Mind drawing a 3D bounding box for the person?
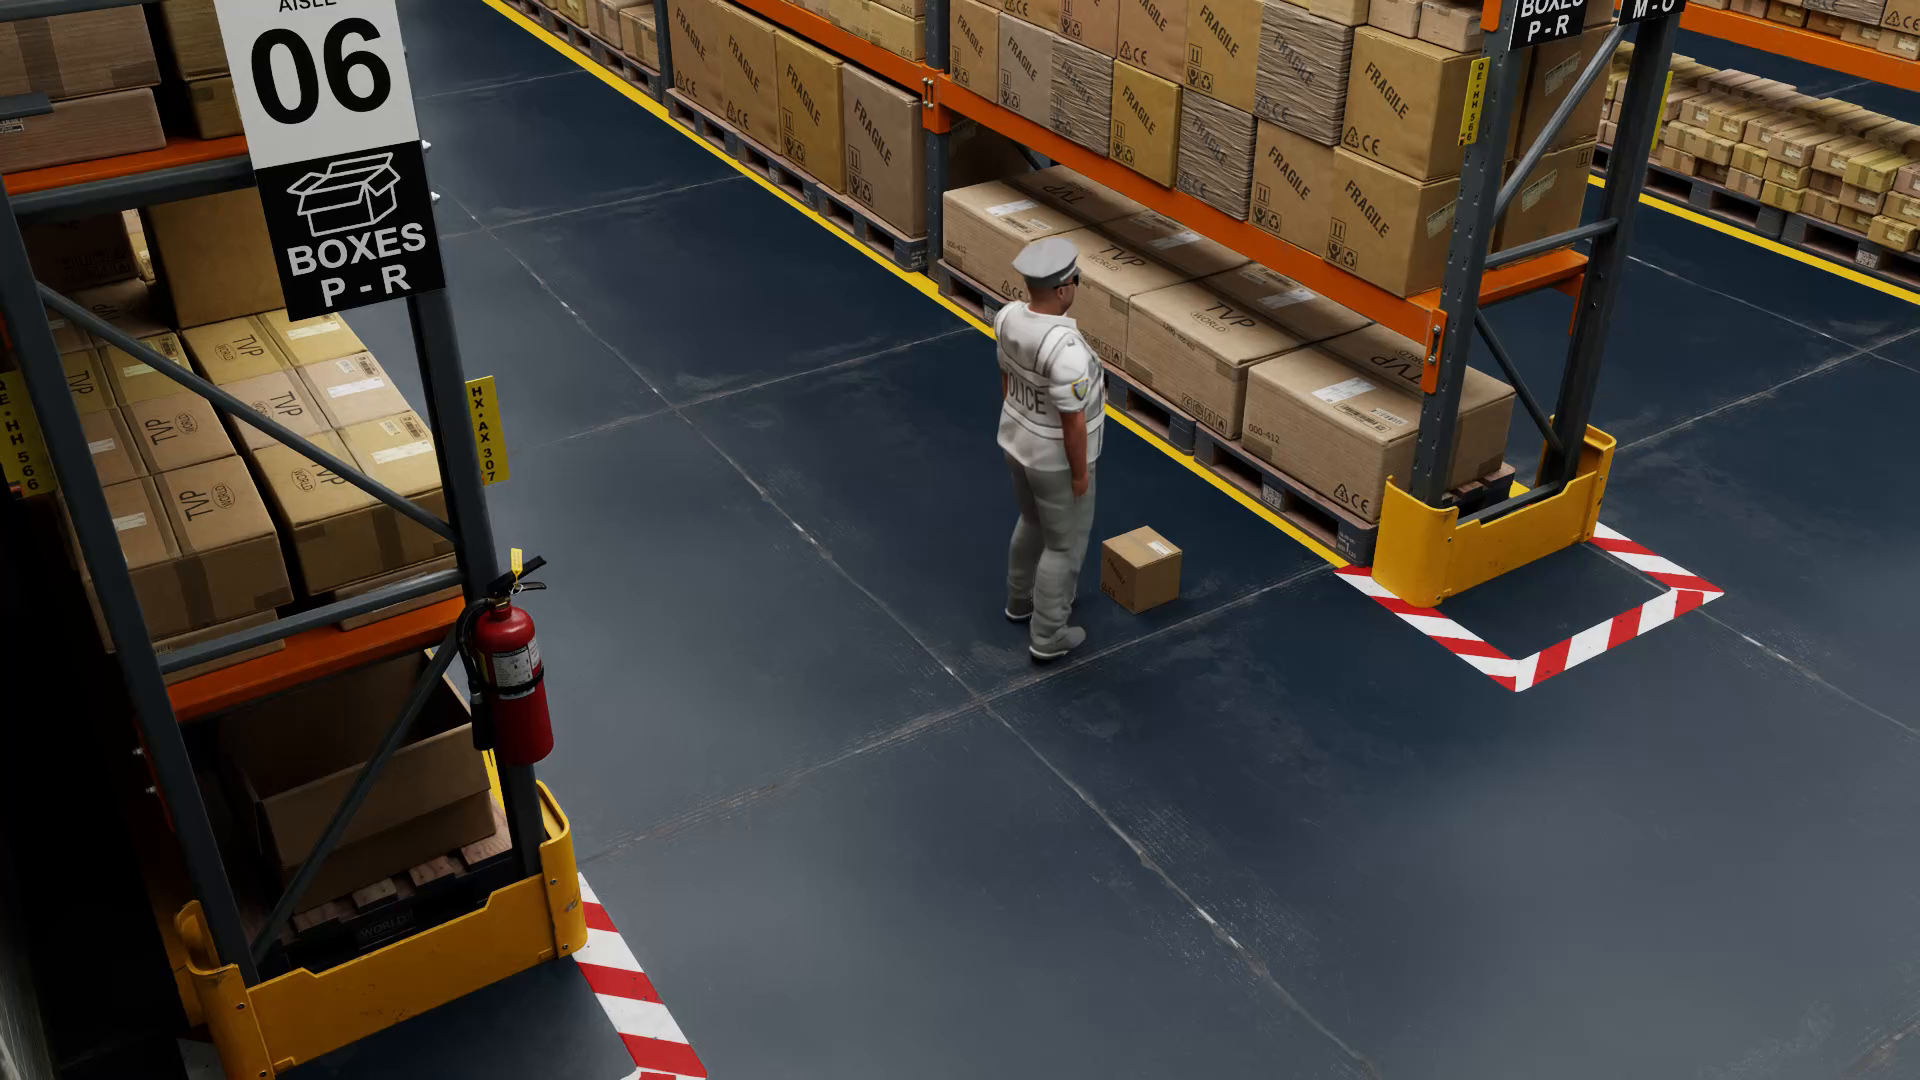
[{"bbox_3d":[0.374,-0.362,6.721,0.405,1.795,0.529,-18,37,-26],"label":"person"}]
